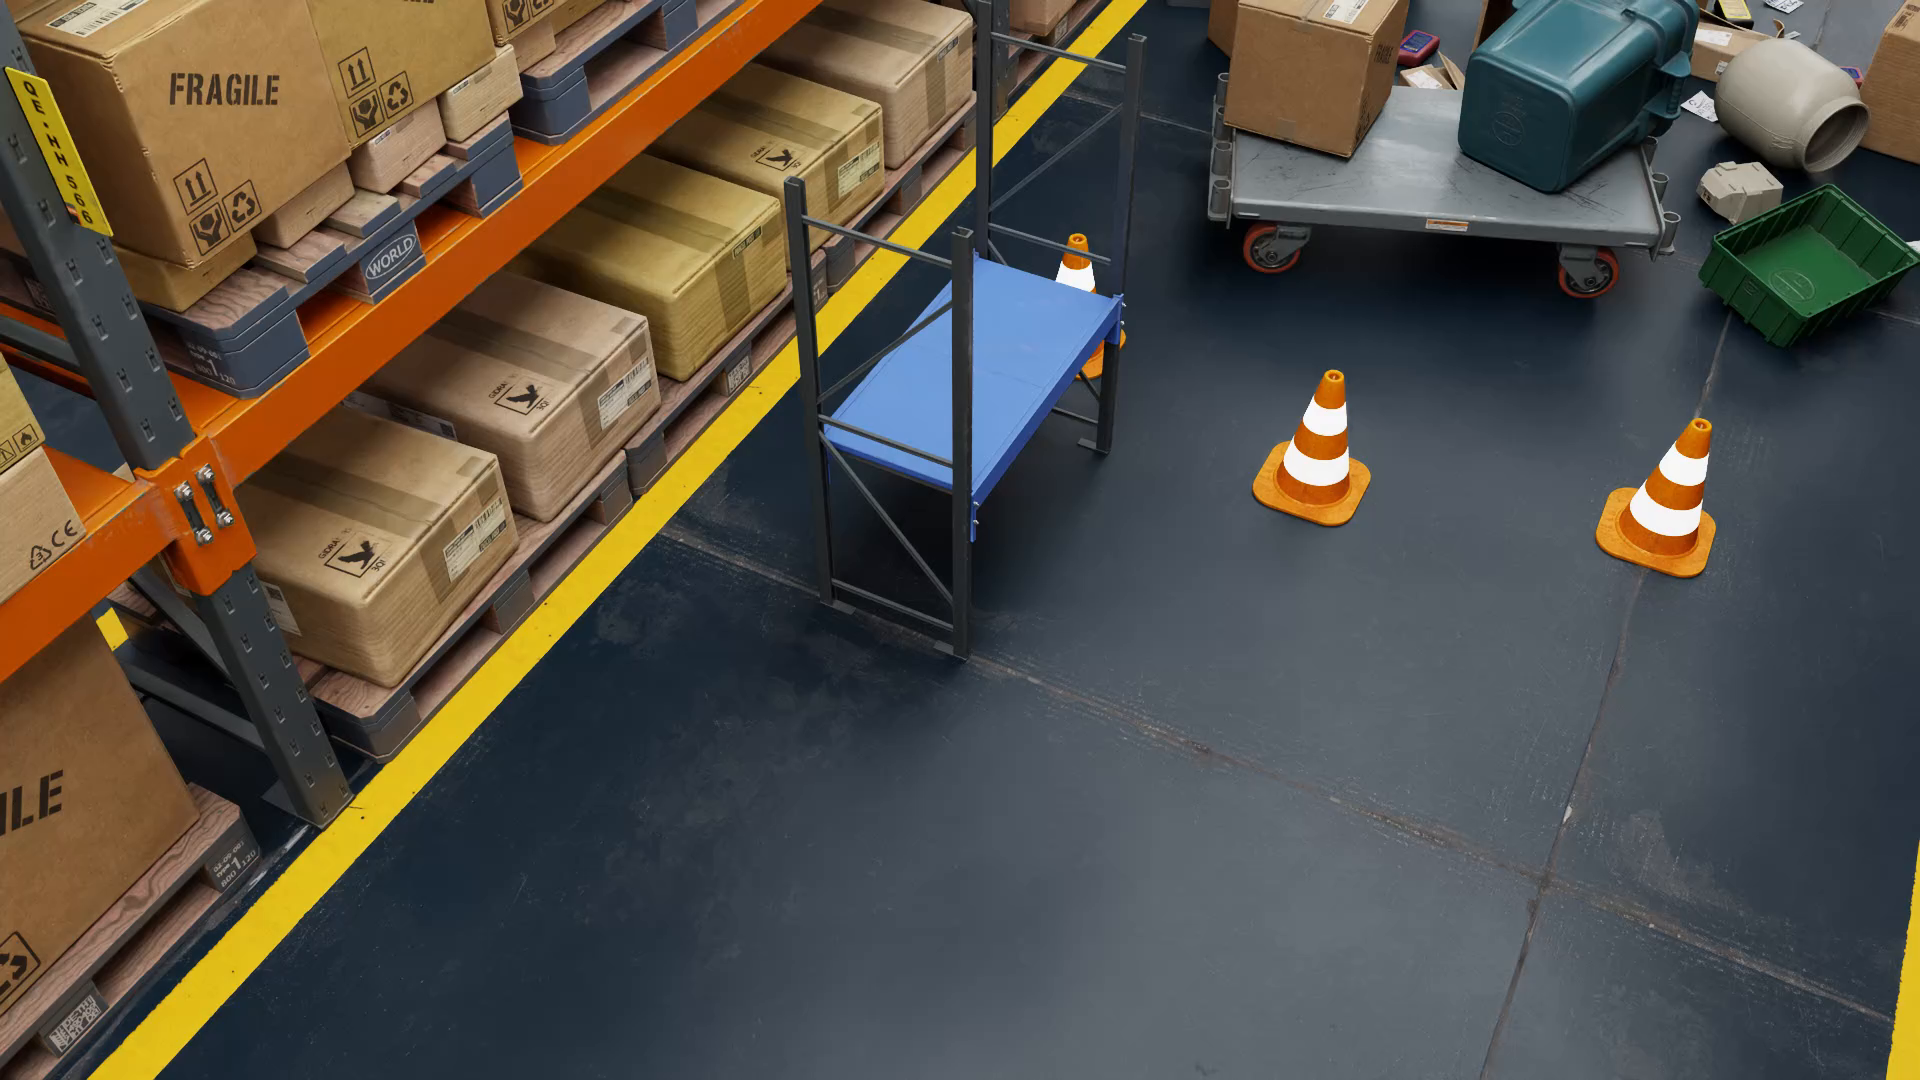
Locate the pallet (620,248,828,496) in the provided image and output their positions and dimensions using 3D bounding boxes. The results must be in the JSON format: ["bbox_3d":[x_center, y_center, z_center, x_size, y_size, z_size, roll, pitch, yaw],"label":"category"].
[{"bbox_3d":[-1.193,-0.751,5.843,1.003,0.211,1.213,20,49,19],"label":"pallet"}]

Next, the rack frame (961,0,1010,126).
[{"bbox_3d":[-0.268,-2.993,6.099,1.000,3.000,0.127,20,49,19],"label":"rack frame"}]

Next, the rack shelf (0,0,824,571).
[{"bbox_3d":[-1.197,-1.480,5.110,1.077,0.370,4.000,20,49,19],"label":"rack shelf"}]

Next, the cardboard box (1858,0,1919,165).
[{"bbox_3d":[3.975,-1.861,6.736,0.500,0.500,0.500,29,52,25],"label":"cardboard box"}]

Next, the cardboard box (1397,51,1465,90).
[{"bbox_3d":[2.011,-1.837,6.879,0.258,0.266,0.396,-9,46,-9],"label":"cardboard box"}]

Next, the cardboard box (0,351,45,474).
[{"bbox_3d":[-2.125,-0.207,3.100,0.500,0.250,0.500,20,49,19],"label":"cardboard box"}]

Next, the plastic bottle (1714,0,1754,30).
[{"bbox_3d":[3.520,-2.369,7.548,0.133,0.061,0.283,5,46,5],"label":"plastic bottle"}]

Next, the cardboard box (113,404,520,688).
[{"bbox_3d":[-1.854,-0.050,4.743,0.950,0.372,0.625,17,48,16],"label":"cardboard box"}]

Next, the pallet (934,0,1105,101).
[{"bbox_3d":[0.012,-2.448,7.521,1.003,0.211,1.213,20,49,19],"label":"pallet"}]

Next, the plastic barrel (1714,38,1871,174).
[{"bbox_3d":[3.331,-1.738,6.670,0.421,0.421,0.512,-16,48,-15],"label":"plastic barrel"}]

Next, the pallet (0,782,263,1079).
[{"bbox_3d":[-2.558,0.979,4.134,1.003,0.211,1.213,20,49,19],"label":"pallet"}]

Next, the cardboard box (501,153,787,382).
[{"bbox_3d":[-1.161,-0.993,5.675,0.950,0.372,0.625,22,49,20],"label":"cardboard box"}]

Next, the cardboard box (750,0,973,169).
[{"bbox_3d":[-0.509,-1.886,6.557,0.950,0.372,0.625,21,49,20],"label":"cardboard box"}]

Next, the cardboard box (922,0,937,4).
[{"bbox_3d":[-0.232,-2.635,7.384,0.500,0.250,0.500,23,50,21],"label":"cardboard box"}]

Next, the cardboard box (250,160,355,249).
[{"bbox_3d":[-1.648,-0.843,3.856,0.380,0.149,0.250,18,48,17],"label":"cardboard box"}]

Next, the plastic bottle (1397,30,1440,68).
[{"bbox_3d":[1.992,-2.154,7.336,0.133,0.061,0.283,29,52,25],"label":"plastic bottle"}]

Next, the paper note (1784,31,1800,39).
[{"bbox_3d":[3.730,-2.267,7.483,0.123,0.001,0.032,-24,50,-22],"label":"paper note"}]

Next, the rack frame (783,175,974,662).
[{"bbox_3d":[-0.196,-0.261,4.453,0.500,1.500,0.032,20,49,19],"label":"rack frame"}]

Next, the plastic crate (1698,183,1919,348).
[{"bbox_3d":[3.083,-0.996,6.062,0.662,0.188,0.450,-24,60,-22],"label":"plastic crate"}]

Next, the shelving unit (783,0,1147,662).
[{"bbox_3d":[0.040,-0.581,4.770,0.538,1.500,1.048,20,49,19],"label":"shelving unit"}]

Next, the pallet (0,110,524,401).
[{"bbox_3d":[-1.889,-0.890,4.156,1.213,0.211,1.003,20,49,19],"label":"pallet"}]

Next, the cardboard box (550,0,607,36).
[{"bbox_3d":[-1.195,-1.535,4.540,0.380,0.149,0.250,22,49,21],"label":"cardboard box"}]

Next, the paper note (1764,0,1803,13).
[{"bbox_3d":[3.808,-2.497,7.698,0.142,0.017,0.144,-33,54,-28],"label":"paper note"}]

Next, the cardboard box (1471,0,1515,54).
[{"bbox_3d":[2.589,-2.149,6.925,0.797,0.637,0.503,20,49,19],"label":"cardboard box"}]

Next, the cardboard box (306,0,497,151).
[{"bbox_3d":[-1.475,-1.298,3.850,0.500,0.500,0.500,23,50,21],"label":"cardboard box"}]

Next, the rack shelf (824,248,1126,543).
[{"bbox_3d":[0.040,-0.455,4.898,0.538,0.185,1.000,20,49,19],"label":"rack shelf"}]

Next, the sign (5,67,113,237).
[{"bbox_3d":[-1.632,-0.699,3.018,0.100,0.325,0.005,20,49,19],"label":"sign"}]

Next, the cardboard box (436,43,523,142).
[{"bbox_3d":[-1.335,-1.167,4.175,0.380,0.149,0.250,21,49,19],"label":"cardboard box"}]

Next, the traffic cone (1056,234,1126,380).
[{"bbox_3d":[0.396,-0.858,5.773,0.336,0.463,0.334,20,49,19],"label":"traffic cone"}]

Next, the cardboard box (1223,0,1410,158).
[{"bbox_3d":[1.322,-1.812,6.157,0.500,0.500,0.500,20,49,19],"label":"cardboard box"}]

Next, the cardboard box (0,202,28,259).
[{"bbox_3d":[-2.181,-0.817,3.830,0.380,0.149,0.250,22,49,20],"label":"cardboard box"}]
